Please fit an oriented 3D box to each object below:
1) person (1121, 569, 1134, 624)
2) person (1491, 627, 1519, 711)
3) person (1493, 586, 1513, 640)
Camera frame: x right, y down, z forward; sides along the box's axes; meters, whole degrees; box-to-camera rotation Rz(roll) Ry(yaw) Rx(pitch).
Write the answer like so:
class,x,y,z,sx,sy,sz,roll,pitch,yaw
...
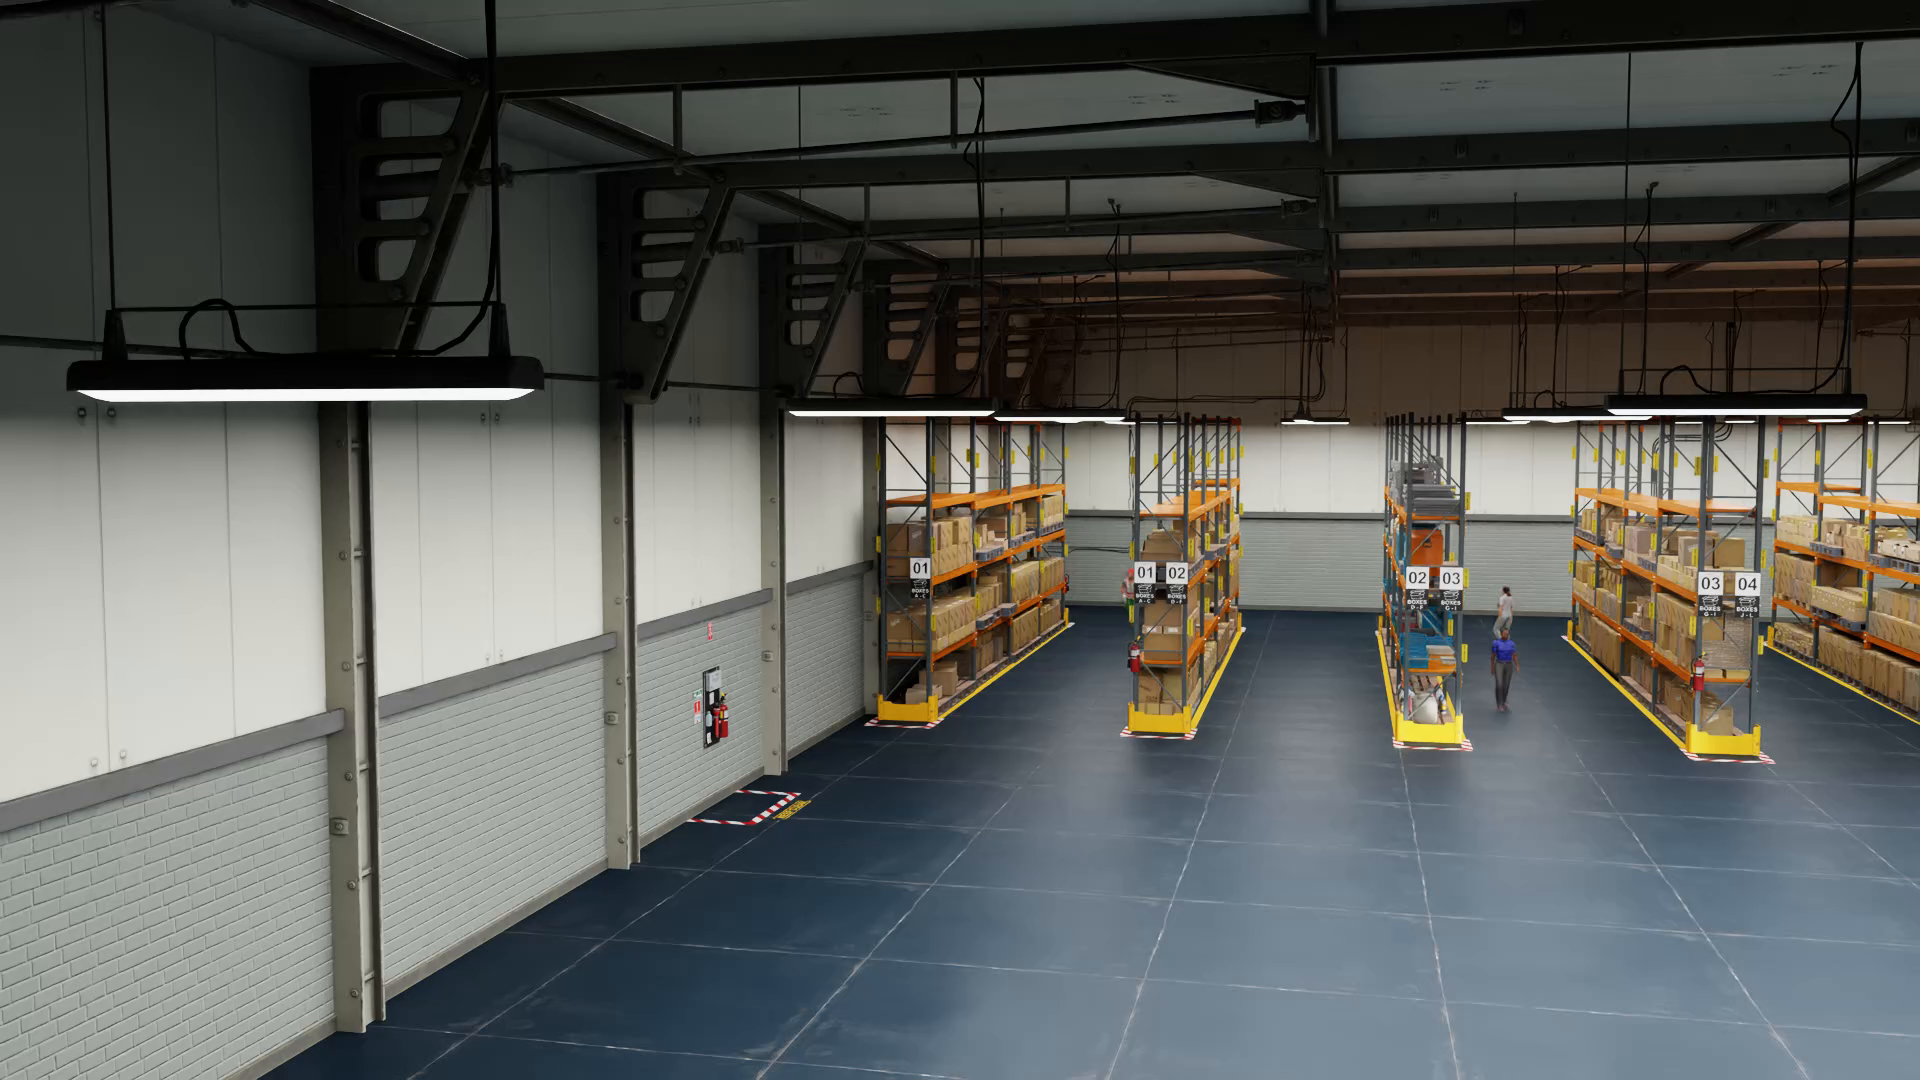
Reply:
class,x,y,z,sx,sy,sz,roll,pitch,yaw
person,4.934,1.633,47.671,0.652,1.624,0.631,1,4,21
person,11.069,2.631,33.793,0.504,1.719,0.520,0,4,-1
person,13.988,1.970,42.663,0.478,1.603,0.431,-2,4,-27
